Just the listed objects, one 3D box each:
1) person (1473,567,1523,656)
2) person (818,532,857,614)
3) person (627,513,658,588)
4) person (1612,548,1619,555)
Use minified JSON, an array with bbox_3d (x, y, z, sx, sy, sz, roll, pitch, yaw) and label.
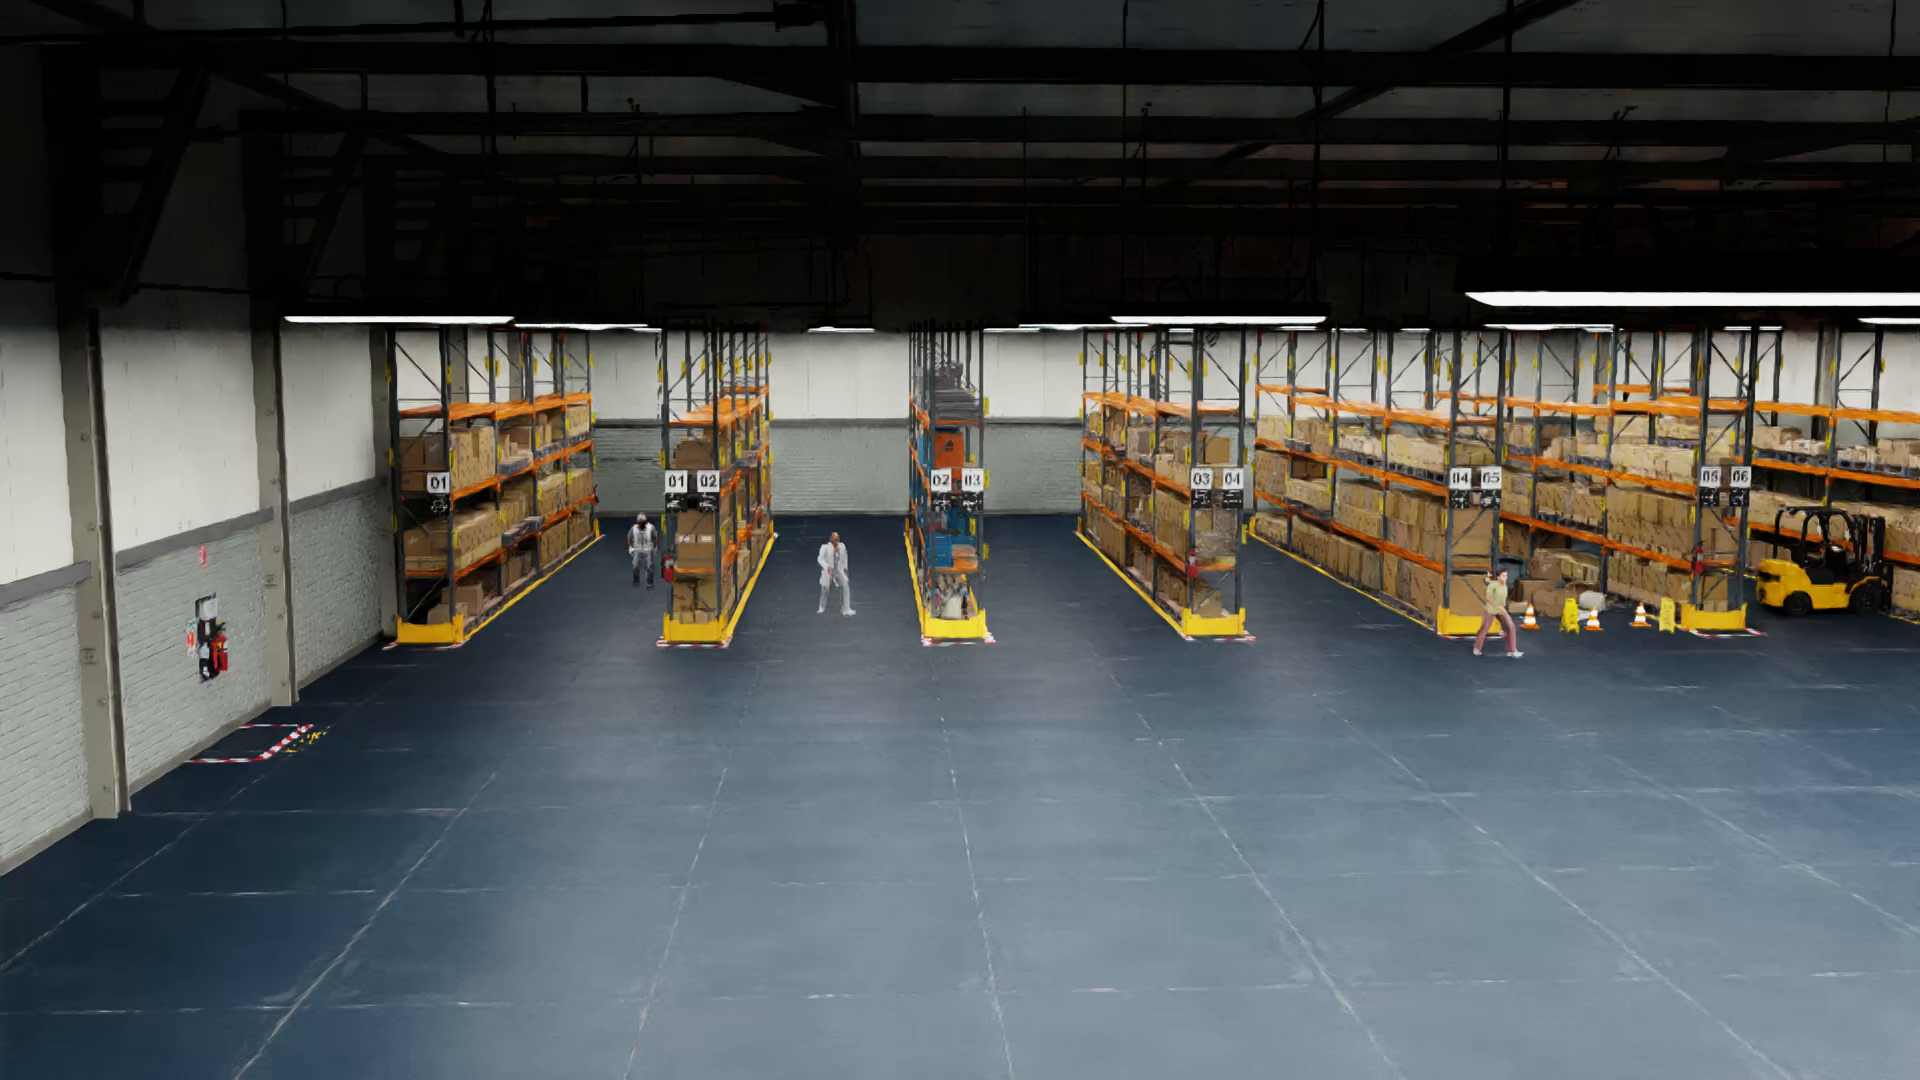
[{"bbox_3d":[9.555,1.269,29.607,0.626,1.610,0.799,-3,8,-22],"label":"person"},{"bbox_3d":[-2.584,0.664,34.033,0.735,1.712,0.905,-2,7,-19],"label":"person"},{"bbox_3d":[-7.163,0.238,37.545,0.702,1.735,0.549,-1,7,-5],"label":"person"},{"bbox_3d":[16.232,-0.180,41.134,0.550,1.642,0.599,4,8,27],"label":"person"}]
